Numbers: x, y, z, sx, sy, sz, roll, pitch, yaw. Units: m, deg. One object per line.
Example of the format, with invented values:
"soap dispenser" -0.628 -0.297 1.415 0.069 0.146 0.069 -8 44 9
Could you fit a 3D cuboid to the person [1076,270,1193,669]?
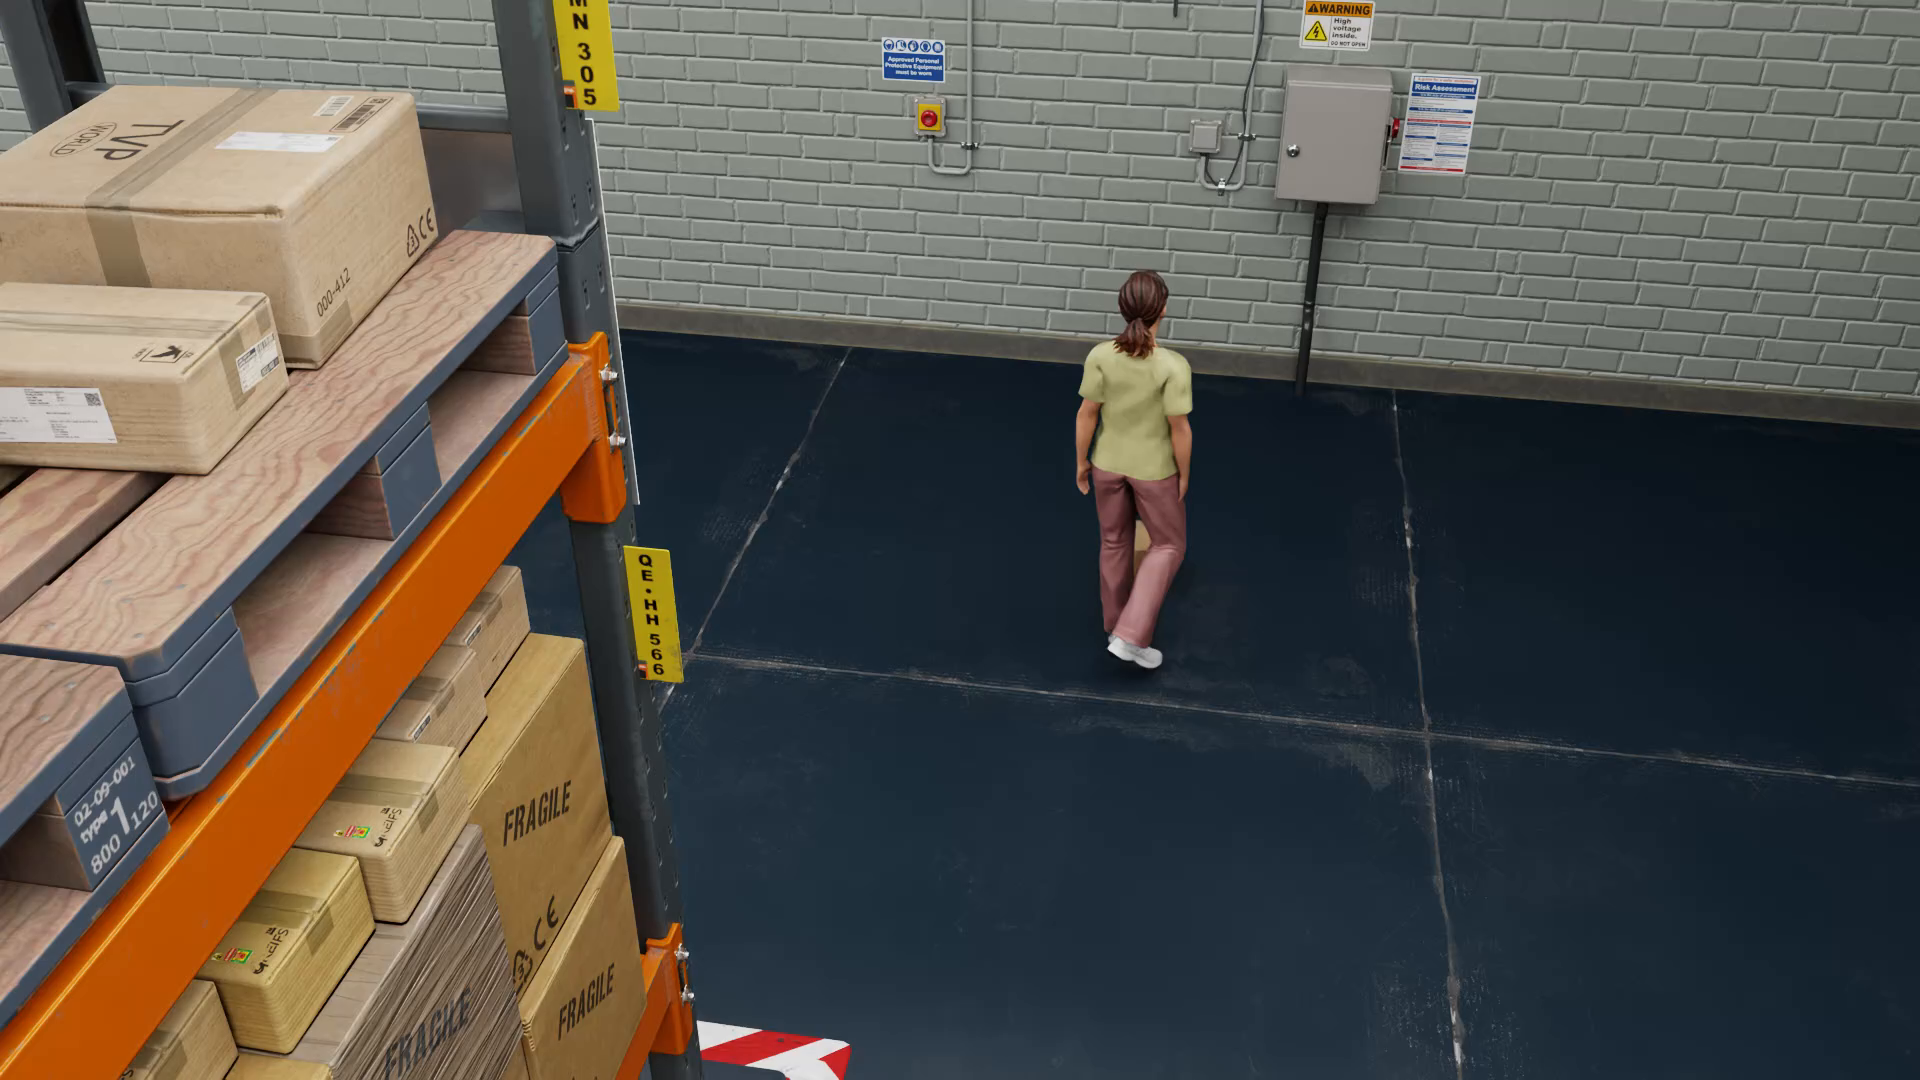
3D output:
"person" 0.676 -0.257 6.520 0.455 1.672 0.584 13 35 19
